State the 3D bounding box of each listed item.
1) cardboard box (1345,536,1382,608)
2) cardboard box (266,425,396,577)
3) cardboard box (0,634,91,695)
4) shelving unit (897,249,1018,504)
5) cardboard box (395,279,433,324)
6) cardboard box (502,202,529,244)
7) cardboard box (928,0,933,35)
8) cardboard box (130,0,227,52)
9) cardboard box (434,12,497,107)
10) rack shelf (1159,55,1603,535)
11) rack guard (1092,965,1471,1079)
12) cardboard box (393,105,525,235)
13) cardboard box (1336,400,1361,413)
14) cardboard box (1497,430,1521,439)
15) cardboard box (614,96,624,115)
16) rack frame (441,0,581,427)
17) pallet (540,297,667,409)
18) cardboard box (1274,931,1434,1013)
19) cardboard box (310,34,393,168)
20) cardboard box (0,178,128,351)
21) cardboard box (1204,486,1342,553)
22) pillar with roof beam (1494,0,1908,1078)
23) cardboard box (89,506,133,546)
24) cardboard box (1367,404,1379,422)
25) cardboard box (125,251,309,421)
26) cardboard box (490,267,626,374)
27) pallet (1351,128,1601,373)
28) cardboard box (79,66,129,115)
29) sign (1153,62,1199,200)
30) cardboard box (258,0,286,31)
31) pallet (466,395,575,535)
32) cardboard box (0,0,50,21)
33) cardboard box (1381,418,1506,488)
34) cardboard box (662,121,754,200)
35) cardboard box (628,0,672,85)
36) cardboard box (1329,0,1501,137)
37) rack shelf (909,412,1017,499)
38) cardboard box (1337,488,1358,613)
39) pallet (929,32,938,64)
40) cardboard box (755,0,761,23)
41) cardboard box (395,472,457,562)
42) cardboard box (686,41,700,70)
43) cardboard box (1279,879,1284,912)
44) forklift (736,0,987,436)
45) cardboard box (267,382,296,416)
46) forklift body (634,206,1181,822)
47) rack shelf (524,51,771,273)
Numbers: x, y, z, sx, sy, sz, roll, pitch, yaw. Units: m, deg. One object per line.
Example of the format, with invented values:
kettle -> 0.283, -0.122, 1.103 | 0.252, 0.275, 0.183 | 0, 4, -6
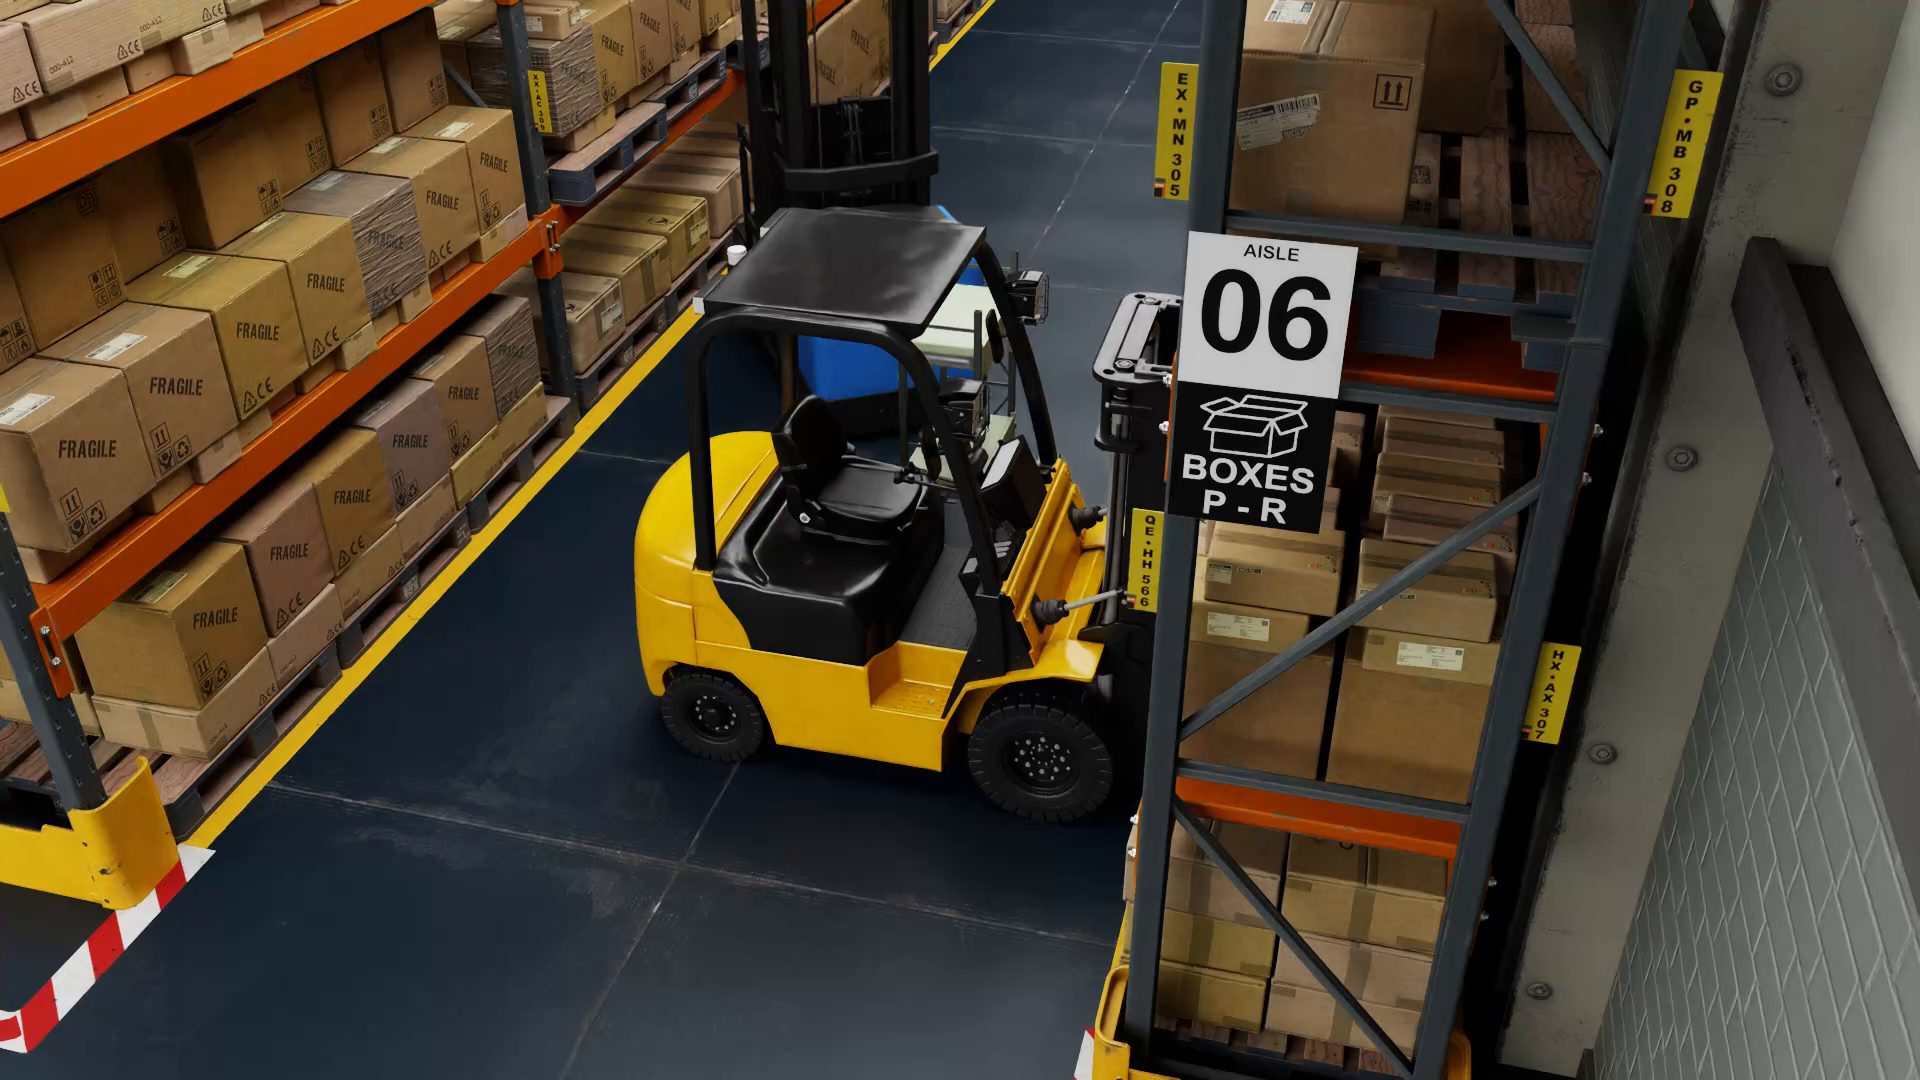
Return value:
cardboard box -> 1.374, 0.136, 5.043 | 0.380, 0.149, 0.250 | 8, 33, 12
cardboard box -> -3.025, -0.203, 7.745 | 0.500, 0.500, 0.500 | 9, 33, 13
cardboard box -> -3.815, 0.271, 7.001 | 0.500, 0.500, 0.500 | 8, 33, 13
shelving unit -> -0.002, -0.629, 8.342 | 0.431, 1.500, 0.755 | 8, 33, 12
cardboard box -> -2.792, -1.179, 8.042 | 0.380, 0.149, 0.250 | 8, 33, 12
cardboard box -> -2.538, -1.706, 8.872 | 0.380, 0.149, 0.250 | 8, 33, 12
cardboard box -> -0.801, -5.120, 15.597 | 0.875, 0.875, 0.875 | 9, 34, 14
cardboard box -> -3.136, -2.029, 6.213 | 0.500, 0.250, 0.500 | 9, 34, 14
cardboard box -> -2.856, -2.637, 9.339 | 0.500, 0.500, 0.500 | 7, 33, 11
rack shelf -> 1.544, -1.271, 5.828 | 1.077, 0.370, 4.000 | 8, 33, 12
rack guard -> 1.030, 1.796, 5.458 | 1.175, 0.500, 0.348 | 8, 33, 12
cardboard box -> -2.623, -1.924, 8.610 | 0.500, 0.500, 0.500 | 7, 33, 11
cardboard box -> 1.305, -0.591, 6.186 | 0.380, 0.149, 0.250 | 8, 33, 12
cardboard box -> 1.768, -0.385, 5.862 | 0.380, 0.149, 0.250 | 9, 34, 14
cardboard box -> -2.235, -2.621, 9.920 | 0.380, 0.149, 0.250 | 10, 34, 15
rack frame -> -2.751, -2.021, 9.132 | 1.000, 3.000, 0.127 | 8, 33, 12
pallet -> -2.555, -1.248, 10.516 | 1.003, 0.211, 1.213 | 8, 33, 12
cardboard box -> 1.356, 1.285, 5.638 | 0.500, 0.250, 0.500 | 9, 33, 13
cardboard box -> -3.223, -2.149, 8.033 | 0.700, 0.500, 0.500 | 8, 33, 13
cardboard box -> -3.712, -1.091, 6.368 | 0.700, 0.500, 0.500 | 8, 33, 13
cardboard box -> 0.956, -0.059, 5.072 | 0.380, 0.149, 0.250 | 8, 33, 12
pillar with roof beam -> -2.079, -2.627, 4.495 | 9.100, 9.000, 0.400 | 8, 33, 12
cardboard box -> -3.429, -0.120, 6.377 | 0.380, 0.149, 0.250 | 9, 33, 13
cardboard box -> 1.801, -0.328, 6.377 | 0.500, 0.500, 0.500 | 9, 33, 13
cardboard box -> -3.121, -0.854, 6.928 | 0.500, 0.500, 0.500 | 7, 33, 11
cardboard box -> -2.620, -1.361, 10.153 | 0.950, 0.372, 0.625 | 8, 33, 13
pallet -> 1.241, -0.863, 4.598 | 1.003, 0.211, 1.213 | 8, 33, 12
cardboard box -> -3.248, -1.646, 5.981 | 0.380, 0.149, 0.250 | 8, 33, 12
sign -> 0.515, -0.958, 3.914 | 0.100, 0.325, 0.005 | 8, 33, 12
cardboard box -> -3.021, -2.186, 6.831 | 0.380, 0.149, 0.250 | 8, 33, 12
pallet -> -2.887, -0.490, 9.325 | 1.003, 0.211, 1.213 | 8, 33, 12
cardboard box -> -3.307, -1.852, 5.562 | 0.380, 0.149, 0.250 | 8, 33, 12
cardboard box -> 1.558, -0.254, 5.379 | 0.380, 0.149, 0.250 | 8, 33, 13
cardboard box -> -1.889, -2.873, 12.531 | 0.950, 0.372, 0.625 | 6, 33, 9
cardboard box -> -2.089, -3.084, 10.044 | 0.500, 0.500, 0.500 | 8, 33, 12
cardboard box -> 1.269, -1.579, 5.064 | 0.700, 0.500, 0.500 | 8, 33, 13
rack shelf -> -0.002, -0.354, 8.517 | 0.431, 0.370, 0.720 | 8, 33, 12
cardboard box -> 1.048, 0.128, 5.660 | 0.500, 0.500, 0.500 | 9, 34, 14
pallet -> -0.844, -4.585, 15.765 | 1.003, 0.211, 1.213 | 8, 33, 12
cardboard box -> -1.610, -3.680, 11.585 | 0.380, 0.149, 0.250 | 8, 33, 12
cardboard box -> -2.900, -0.153, 8.366 | 0.500, 0.250, 0.500 | 9, 33, 13
cardboard box -> -1.908, -3.151, 10.753 | 0.380, 0.149, 0.250 | 7, 33, 11
cardboard box -> 0.985, 1.169, 6.287 | 0.500, 0.250, 0.500 | 8, 33, 12
forklift -> -0.795, -2.603, 10.112 | 1.130, 2.935, 3.031 | -10, 34, -16
cardboard box -> -3.132, -0.656, 7.220 | 0.380, 0.149, 0.250 | 9, 34, 14
forklift body -> -0.247, -0.145, 6.974 | 2.313, 2.155, 1.214 | 8, 33, 12
rack shelf -> -2.243, -2.755, 10.958 | 1.077, 0.370, 4.000 | 8, 33, 12
